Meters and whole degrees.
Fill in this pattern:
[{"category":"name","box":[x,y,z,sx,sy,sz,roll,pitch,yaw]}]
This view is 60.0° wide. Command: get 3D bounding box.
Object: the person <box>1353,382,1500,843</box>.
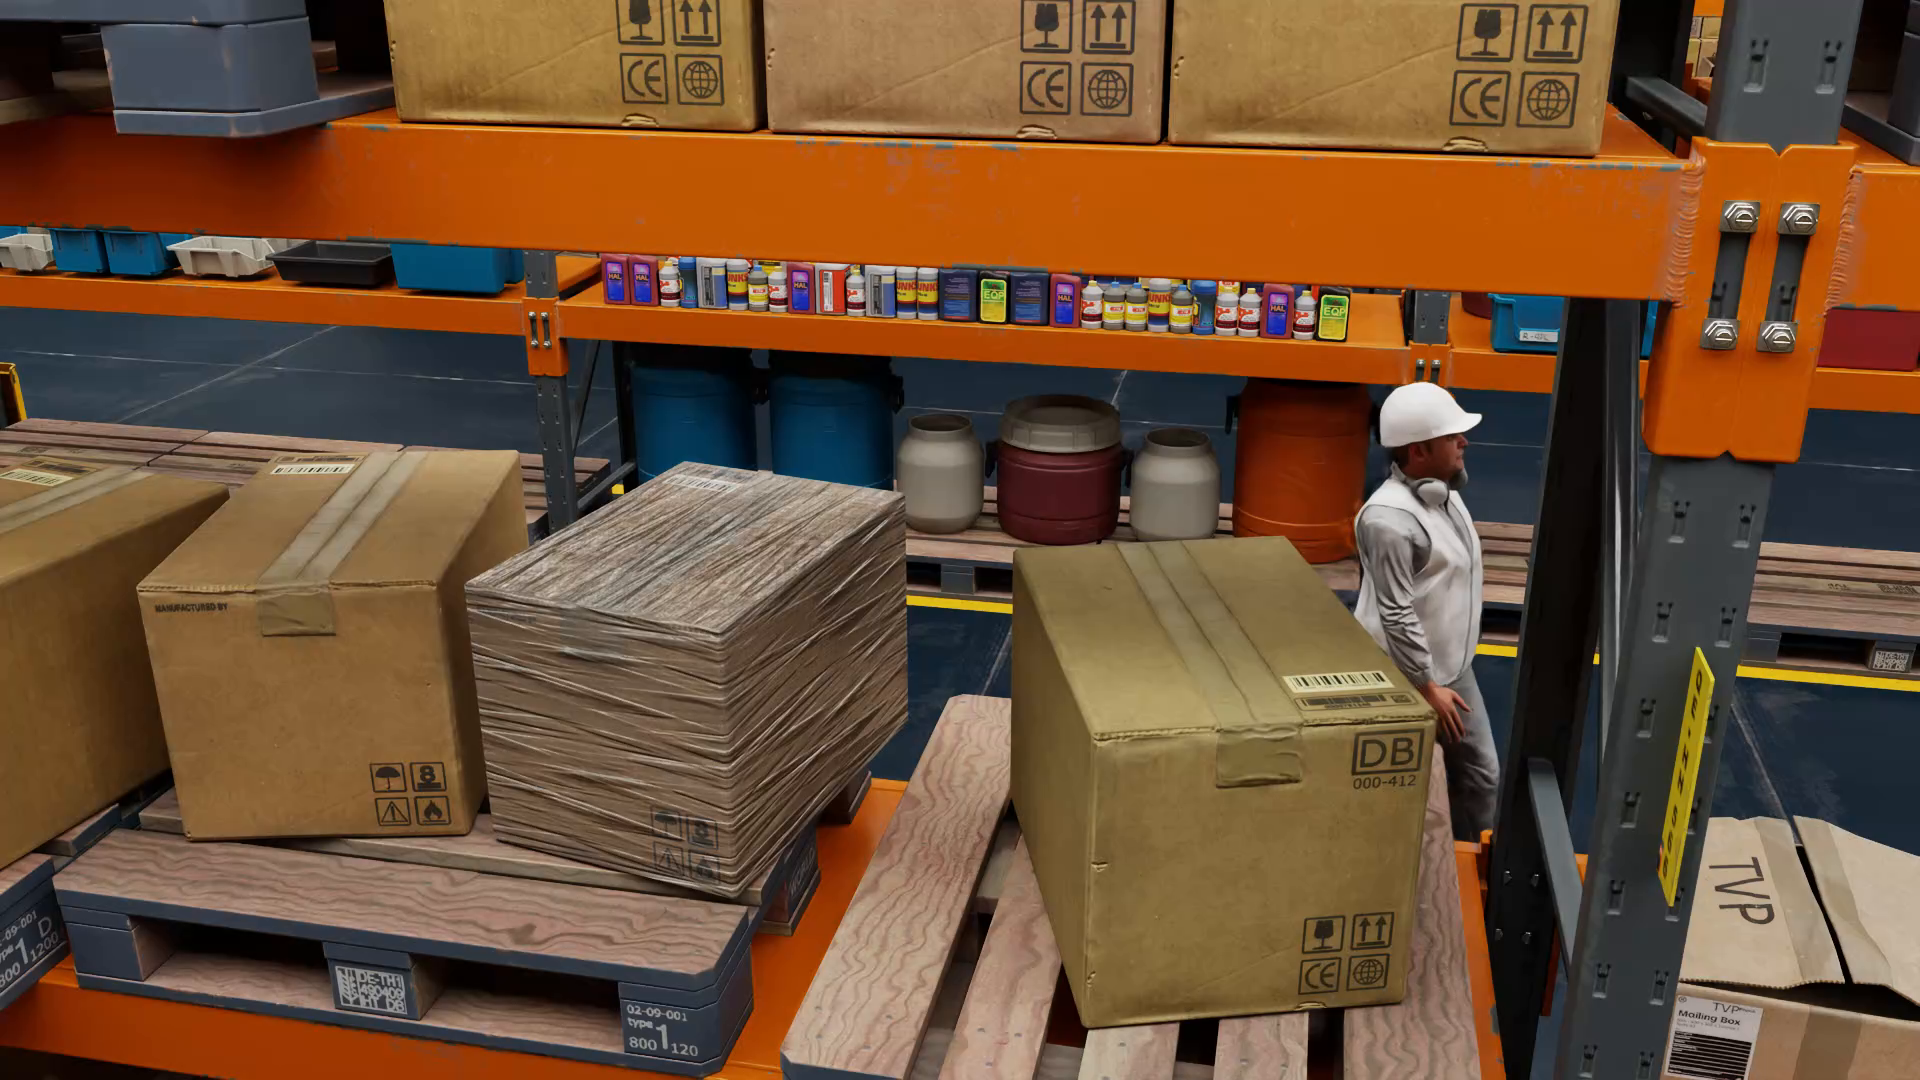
[{"category":"person","box":[1.405,0.368,5.114,1.016,1.729,0.535,17,27,36]}]
